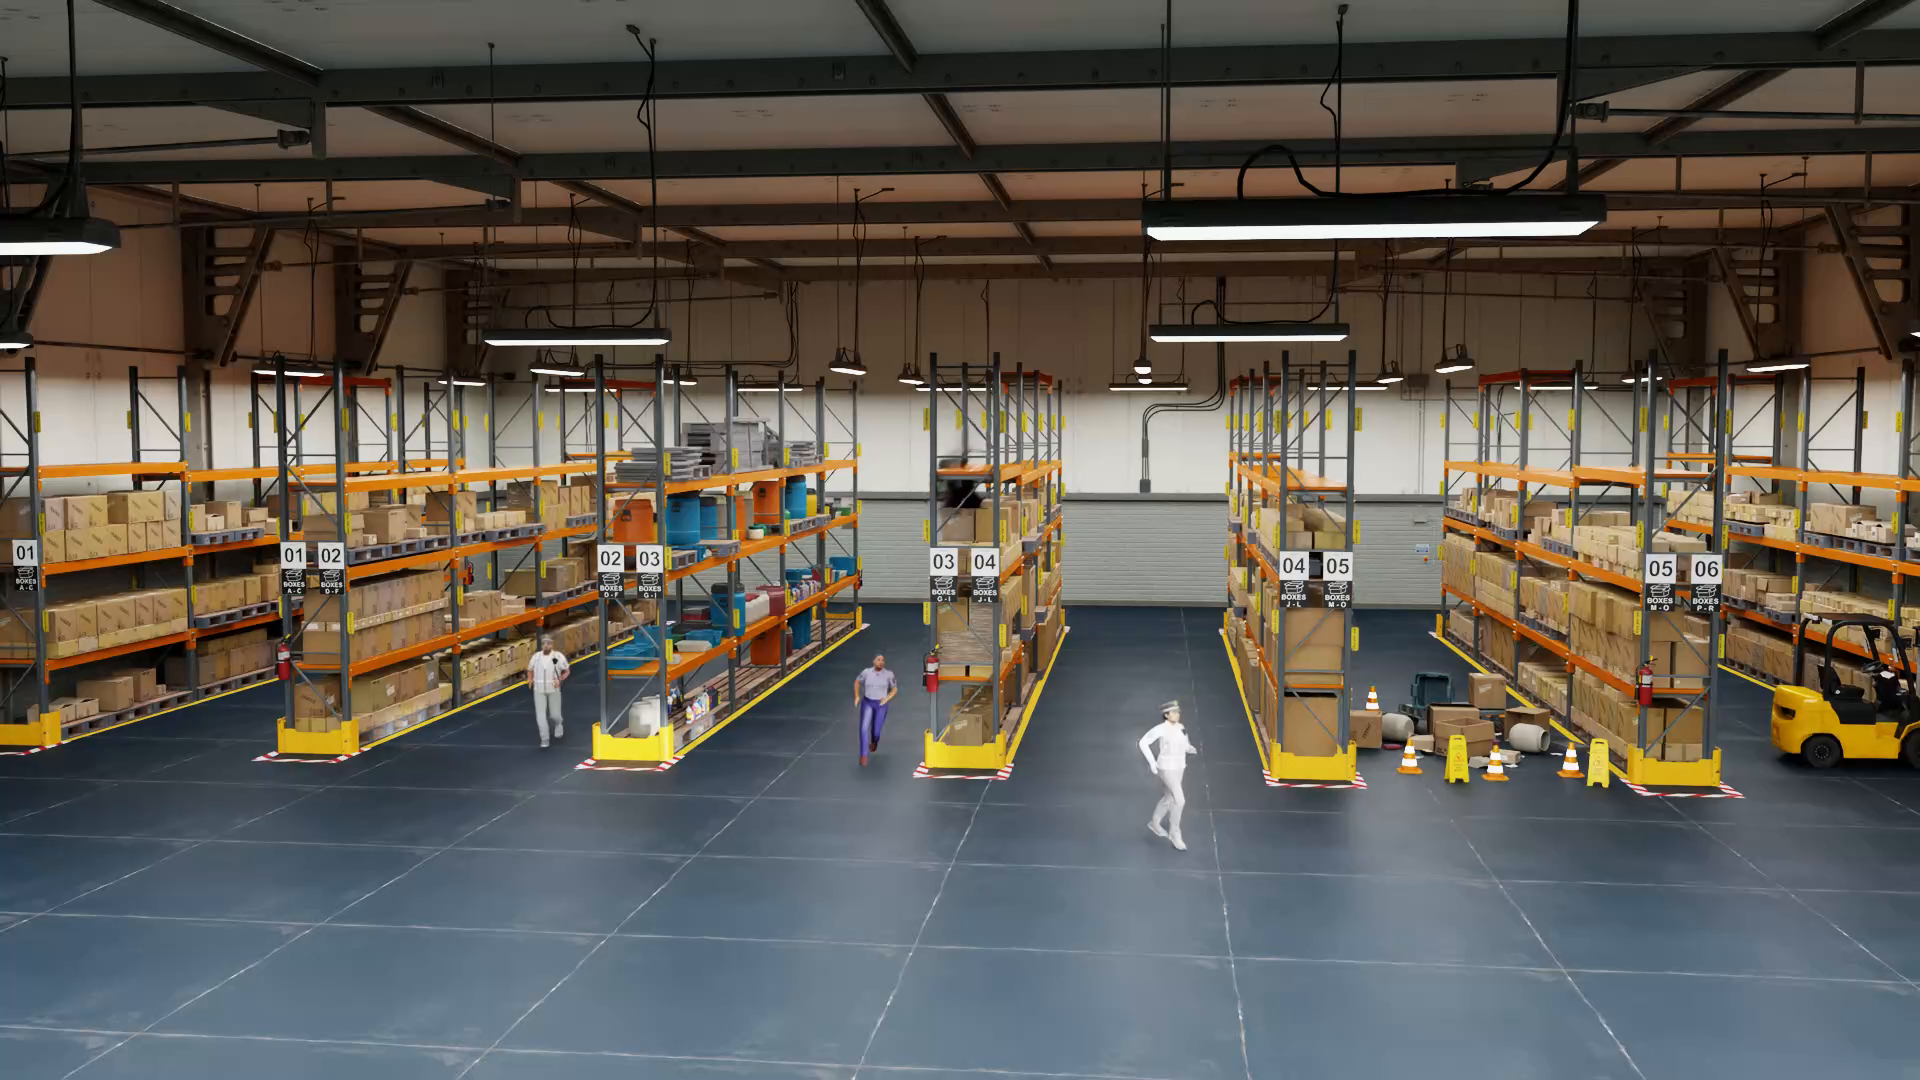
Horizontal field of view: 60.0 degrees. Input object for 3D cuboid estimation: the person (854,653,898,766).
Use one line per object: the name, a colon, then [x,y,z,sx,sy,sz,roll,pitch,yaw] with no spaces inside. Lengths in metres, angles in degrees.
person: [-1.249,2.478,24.603,0.652,1.631,0.738,0,4,0]

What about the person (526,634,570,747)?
person: [-6.396,2.309,25.792,0.664,1.733,0.654,0,4,-4]

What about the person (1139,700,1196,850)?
person: [2.497,2.763,19.732,0.584,1.750,0.747,-4,6,-45]
